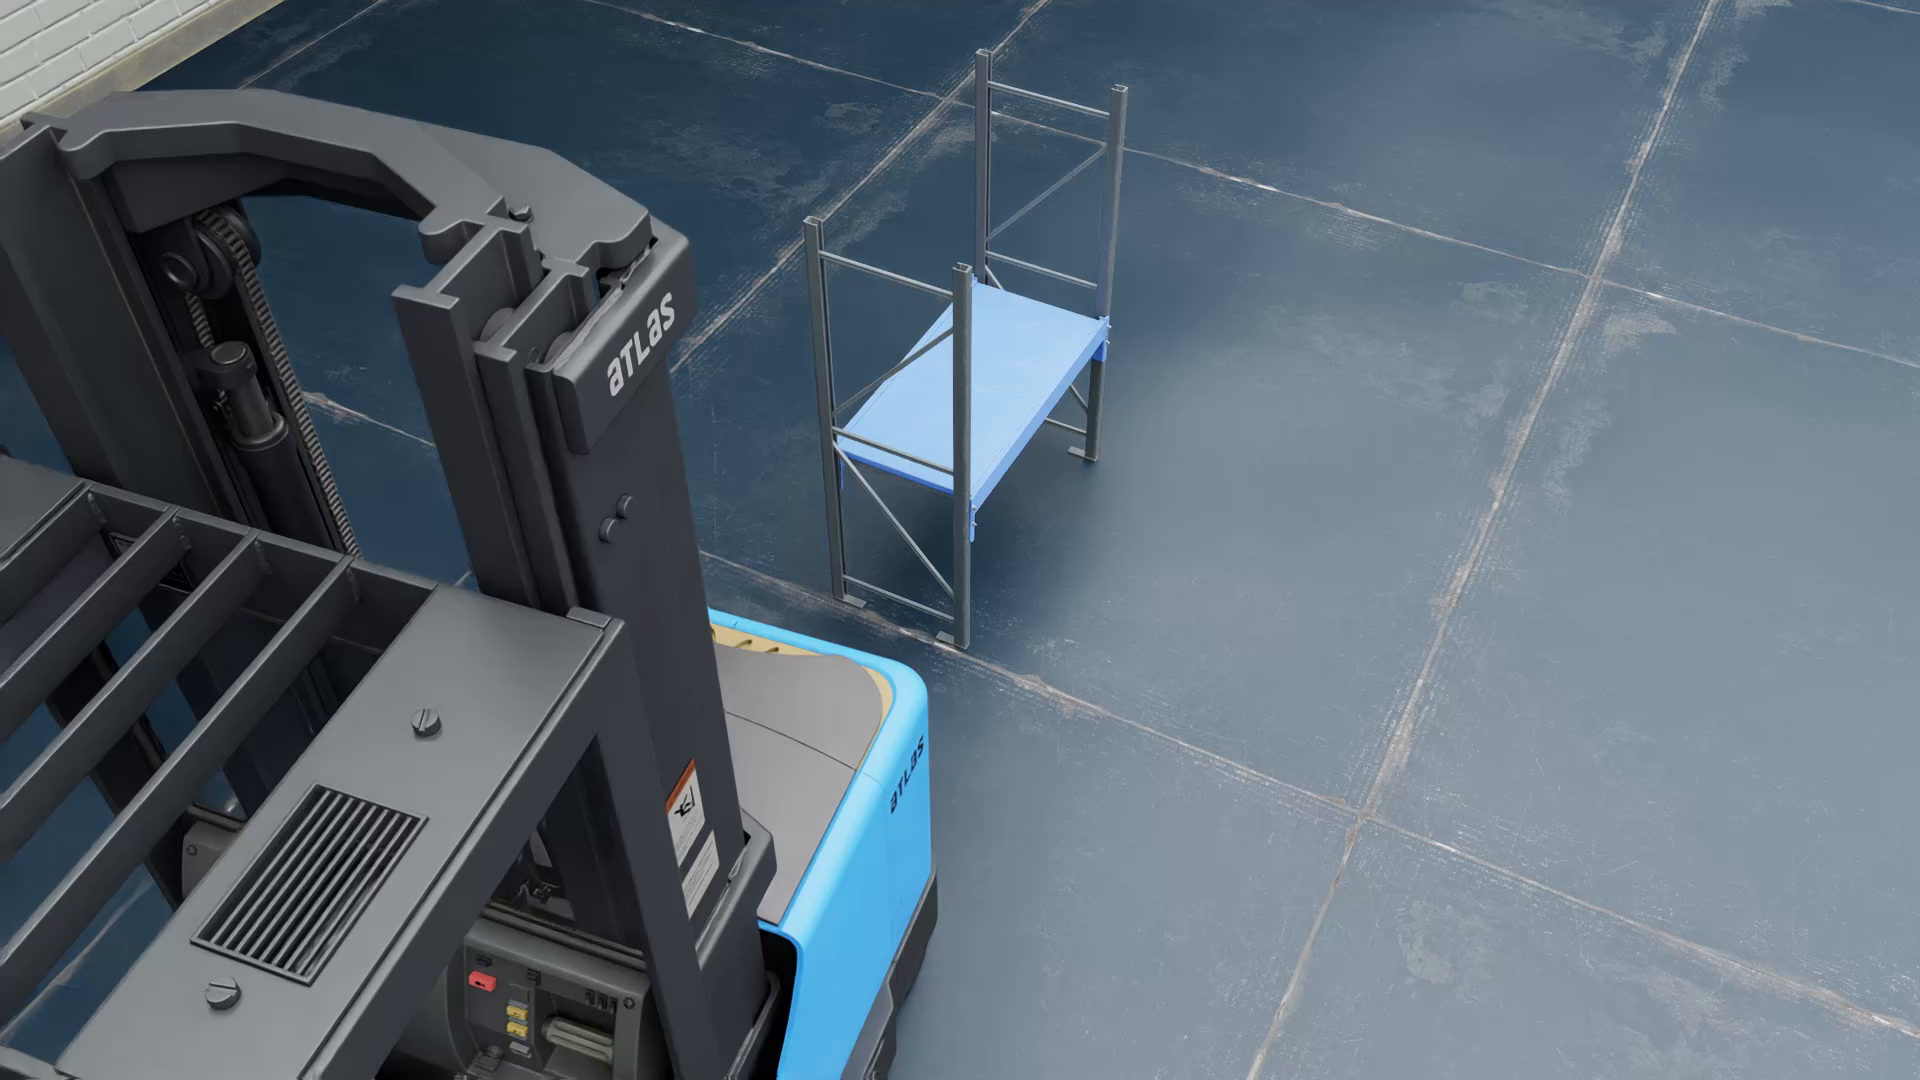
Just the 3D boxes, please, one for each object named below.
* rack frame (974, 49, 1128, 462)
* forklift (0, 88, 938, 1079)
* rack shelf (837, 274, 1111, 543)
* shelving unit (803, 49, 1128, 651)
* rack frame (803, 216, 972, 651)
[{"bbox_3d":[0.276,-0.901,5.586,0.500,1.500,0.032,20,49,19],"label":"rack frame"},{"bbox_3d":[-1.045,0.898,2.802,1.130,2.935,3.031,15,47,14],"label":"forklift"},{"bbox_3d":[0.040,-0.455,5.398,0.538,0.185,1.000,20,49,19],"label":"rack shelf"},{"bbox_3d":[0.040,-0.581,5.270,0.538,1.500,1.048,20,49,19],"label":"shelving unit"},{"bbox_3d":[-0.196,-0.261,4.953,0.500,1.500,0.032,20,49,19],"label":"rack frame"}]
